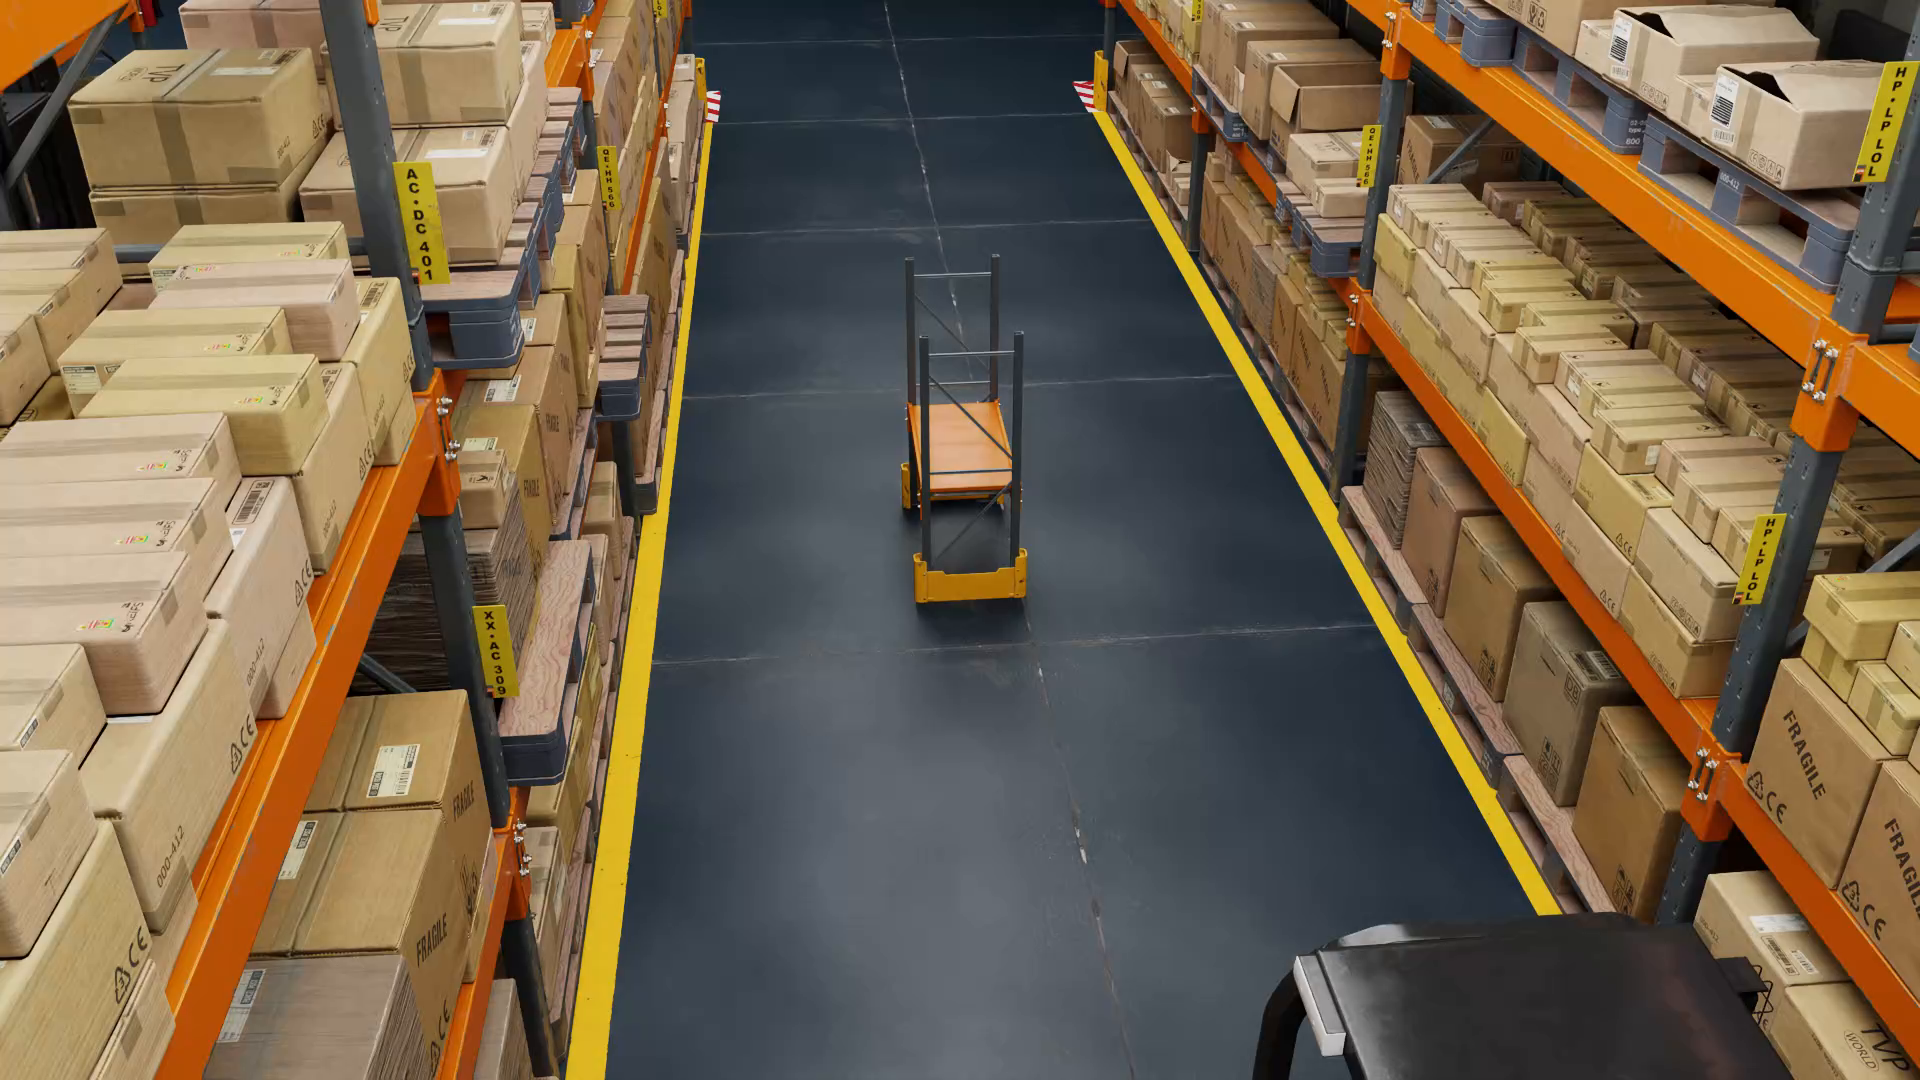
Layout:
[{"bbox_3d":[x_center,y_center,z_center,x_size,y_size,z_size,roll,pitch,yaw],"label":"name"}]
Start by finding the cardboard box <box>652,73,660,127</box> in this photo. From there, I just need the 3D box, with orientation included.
[{"bbox_3d":[-2.370,-3.069,11.609,0.500,0.250,0.500,-3,31,-6],"label":"cardboard box"}]

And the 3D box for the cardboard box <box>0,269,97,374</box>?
[{"bbox_3d":[-2.158,-0.480,3.671,0.380,0.149,0.250,-2,31,-3],"label":"cardboard box"}]

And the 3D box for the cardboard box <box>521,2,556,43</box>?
[{"bbox_3d":[-2.051,-2.337,7.558,0.380,0.149,0.250,-3,31,-5],"label":"cardboard box"}]

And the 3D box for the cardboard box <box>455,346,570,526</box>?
[{"bbox_3d":[-1.754,-0.379,6.162,0.500,0.500,0.500,-3,31,-5],"label":"cardboard box"}]

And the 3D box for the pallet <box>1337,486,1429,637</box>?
[{"bbox_3d":[2.691,0.071,8.924,1.003,0.211,1.213,-3,31,-5],"label":"pallet"}]

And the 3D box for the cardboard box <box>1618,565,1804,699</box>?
[{"bbox_3d":[2.719,0.314,5.945,0.500,0.250,0.500,-2,31,-3],"label":"cardboard box"}]

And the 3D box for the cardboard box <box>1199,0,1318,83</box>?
[{"bbox_3d":[2.101,-3.556,11.770,0.700,0.500,0.500,-2,31,-3],"label":"cardboard box"}]

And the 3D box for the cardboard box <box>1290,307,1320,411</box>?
[{"bbox_3d":[2.363,-1.117,10.222,0.500,0.500,0.500,-3,31,-5],"label":"cardboard box"}]

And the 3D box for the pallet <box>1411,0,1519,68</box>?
[{"bbox_3d":[2.805,-2.412,7.623,1.213,0.211,1.003,-1,31,-2],"label":"pallet"}]

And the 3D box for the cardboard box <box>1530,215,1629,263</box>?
[{"bbox_3d":[2.984,-1.449,8.021,0.380,0.149,0.250,-3,31,-5],"label":"cardboard box"}]

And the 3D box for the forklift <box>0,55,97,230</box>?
[{"bbox_3d":[-4.873,-1.096,8.227,1.130,2.935,3.031,-2,31,-4],"label":"forklift"}]

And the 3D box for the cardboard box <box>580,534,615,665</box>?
[{"bbox_3d":[-2.169,0.305,7.967,0.950,0.372,0.625,-3,31,-6],"label":"cardboard box"}]

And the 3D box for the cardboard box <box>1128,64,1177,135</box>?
[{"bbox_3d":[1.909,-3.984,15.023,0.700,0.500,0.500,-2,31,-3],"label":"cardboard box"}]

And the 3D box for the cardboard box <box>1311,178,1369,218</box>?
[{"bbox_3d":[2.209,-1.937,9.404,0.380,0.149,0.250,-2,31,-4],"label":"cardboard box"}]

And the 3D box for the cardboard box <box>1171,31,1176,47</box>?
[{"bbox_3d":[1.906,-4.032,13.319,0.380,0.149,0.250,-2,31,-3],"label":"cardboard box"}]

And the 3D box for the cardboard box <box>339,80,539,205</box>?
[{"bbox_3d":[-1.619,-1.246,5.222,0.500,0.250,0.500,-3,31,-5],"label":"cardboard box"}]

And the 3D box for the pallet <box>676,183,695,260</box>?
[{"bbox_3d":[-2.656,-2.545,13.305,1.003,0.211,1.213,-3,31,-5],"label":"pallet"}]

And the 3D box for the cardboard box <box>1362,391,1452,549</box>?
[{"bbox_3d":[2.697,-0.390,8.883,0.875,0.625,0.625,-2,31,-3],"label":"cardboard box"}]

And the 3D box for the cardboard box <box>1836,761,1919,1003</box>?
[{"bbox_3d":[2.873,0.956,4.627,0.500,0.500,0.500,-2,31,-4],"label":"cardboard box"}]

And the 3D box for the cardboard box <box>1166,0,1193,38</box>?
[{"bbox_3d":[1.927,-4.157,13.140,0.500,0.250,0.500,-3,31,-4],"label":"cardboard box"}]

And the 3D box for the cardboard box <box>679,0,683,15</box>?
[{"bbox_3d":[-2.638,-4.683,14.067,0.500,0.500,0.500,-2,31,-3],"label":"cardboard box"}]

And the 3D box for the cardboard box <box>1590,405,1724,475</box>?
[{"bbox_3d":[2.604,-0.377,6.226,0.380,0.149,0.250,-4,31,-6],"label":"cardboard box"}]

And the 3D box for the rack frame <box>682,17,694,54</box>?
[{"bbox_3d":[-3.037,-5.393,15.353,1.000,3.000,0.127,-3,31,-5],"label":"rack frame"}]

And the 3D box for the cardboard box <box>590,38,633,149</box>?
[{"bbox_3d":[-2.181,-2.561,9.541,0.500,0.500,0.500,-2,31,-3],"label":"cardboard box"}]

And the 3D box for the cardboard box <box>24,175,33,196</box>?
[{"bbox_3d":[-7.491,-2.732,12.979,0.380,0.149,0.250,-4,31,-7],"label":"cardboard box"}]

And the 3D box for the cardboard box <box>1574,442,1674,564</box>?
[{"bbox_3d":[2.671,-0.157,6.246,0.500,0.250,0.500,-4,31,-6],"label":"cardboard box"}]

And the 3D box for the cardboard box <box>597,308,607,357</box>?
[{"bbox_3d":[-1.859,-0.965,7.775,0.380,0.149,0.250,-3,31,-5],"label":"cardboard box"}]

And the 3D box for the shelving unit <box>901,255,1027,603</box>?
[{"bbox_3d":[0.007,-0.605,8.800,0.587,1.500,1.083,-3,31,-5],"label":"shelving unit"}]

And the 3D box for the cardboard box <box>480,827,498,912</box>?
[{"bbox_3d":[-1.582,0.991,4.910,0.380,0.149,0.250,-3,31,-5],"label":"cardboard box"}]

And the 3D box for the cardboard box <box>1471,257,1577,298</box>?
[{"bbox_3d":[2.555,-1.166,7.548,0.380,0.149,0.250,-2,31,-4],"label":"cardboard box"}]

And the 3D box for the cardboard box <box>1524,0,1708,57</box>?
[{"bbox_3d":[2.573,-2.201,6.479,0.500,0.500,0.500,-2,31,-3],"label":"cardboard box"}]

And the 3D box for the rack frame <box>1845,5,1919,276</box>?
[{"bbox_3d":[3.026,-2.081,3.959,1.000,3.000,0.127,-3,31,-5],"label":"rack frame"}]

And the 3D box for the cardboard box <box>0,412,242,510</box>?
[{"bbox_3d":[-1.556,-0.106,3.044,0.380,0.149,0.250,-3,31,-6],"label":"cardboard box"}]

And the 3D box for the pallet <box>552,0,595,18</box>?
[{"bbox_3d":[-2.402,-2.841,8.340,1.213,0.211,1.003,-1,31,-2],"label":"pallet"}]

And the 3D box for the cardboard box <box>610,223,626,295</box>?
[{"bbox_3d":[-2.084,-1.506,8.992,0.500,0.250,0.500,-3,31,-5],"label":"cardboard box"}]

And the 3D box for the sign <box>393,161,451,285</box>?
[{"bbox_3d":[-1.376,-0.806,4.244,0.100,0.325,0.005,-3,31,-5],"label":"sign"}]

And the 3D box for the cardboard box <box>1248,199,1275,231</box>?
[{"bbox_3d":[2.211,-2.243,11.475,0.380,0.149,0.250,-3,31,-5],"label":"cardboard box"}]

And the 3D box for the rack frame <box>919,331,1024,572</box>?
[{"bbox_3d":[0.055,-0.341,8.358,0.500,1.500,0.032,-3,31,-5],"label":"rack frame"}]

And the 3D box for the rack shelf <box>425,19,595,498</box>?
[{"bbox_3d":[-2.102,-1.266,6.221,1.077,0.370,4.000,-3,31,-5],"label":"rack shelf"}]

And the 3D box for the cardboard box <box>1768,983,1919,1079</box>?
[{"bbox_3d":[2.797,1.589,4.962,0.500,0.250,0.500,-3,31,-5],"label":"cardboard box"}]

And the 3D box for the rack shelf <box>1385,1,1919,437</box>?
[{"bbox_3d":[2.839,-1.506,6.622,1.077,0.370,4.000,-3,31,-5],"label":"rack shelf"}]

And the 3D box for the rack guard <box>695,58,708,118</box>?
[{"bbox_3d":[-3.039,-4.332,16.014,1.175,0.500,0.348,-3,31,-5],"label":"rack guard"}]

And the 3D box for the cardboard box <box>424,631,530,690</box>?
[{"bbox_3d":[-1.652,0.364,5.550,0.380,0.149,0.250,-2,31,-4],"label":"cardboard box"}]

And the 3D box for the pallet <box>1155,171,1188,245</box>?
[{"bbox_3d":[2.216,-2.743,13.637,1.003,0.211,1.213,-3,31,-5],"label":"pallet"}]

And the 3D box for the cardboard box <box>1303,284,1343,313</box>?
[{"bbox_3d":[2.317,-1.448,10.144,0.380,0.149,0.250,-4,31,-6],"label":"cardboard box"}]

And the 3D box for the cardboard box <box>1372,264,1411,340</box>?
[{"bbox_3d":[2.451,-1.245,8.556,0.500,0.250,0.500,-3,31,-4],"label":"cardboard box"}]

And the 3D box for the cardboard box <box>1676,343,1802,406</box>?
[{"bbox_3d":[3.140,-0.670,6.717,0.380,0.149,0.250,-3,31,-5],"label":"cardboard box"}]

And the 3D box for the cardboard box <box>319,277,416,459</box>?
[{"bbox_3d":[-1.606,-0.404,3.932,0.500,0.250,0.500,-3,31,-5],"label":"cardboard box"}]

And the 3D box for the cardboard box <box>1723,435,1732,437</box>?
[{"bbox_3d":[3.197,-0.184,6.292,0.500,0.250,0.500,-3,31,-5],"label":"cardboard box"}]

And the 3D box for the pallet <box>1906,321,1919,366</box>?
[{"bbox_3d":[3.132,-0.321,4.024,1.003,0.211,1.213,-3,31,-5],"label":"pallet"}]

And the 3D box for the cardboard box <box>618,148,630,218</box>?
[{"bbox_3d":[-2.138,-1.993,9.320,0.500,0.250,0.500,-2,31,-3],"label":"cardboard box"}]

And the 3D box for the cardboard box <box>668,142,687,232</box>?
[{"bbox_3d":[-2.615,-2.756,13.028,0.875,0.438,0.875,-3,31,-5],"label":"cardboard box"}]
